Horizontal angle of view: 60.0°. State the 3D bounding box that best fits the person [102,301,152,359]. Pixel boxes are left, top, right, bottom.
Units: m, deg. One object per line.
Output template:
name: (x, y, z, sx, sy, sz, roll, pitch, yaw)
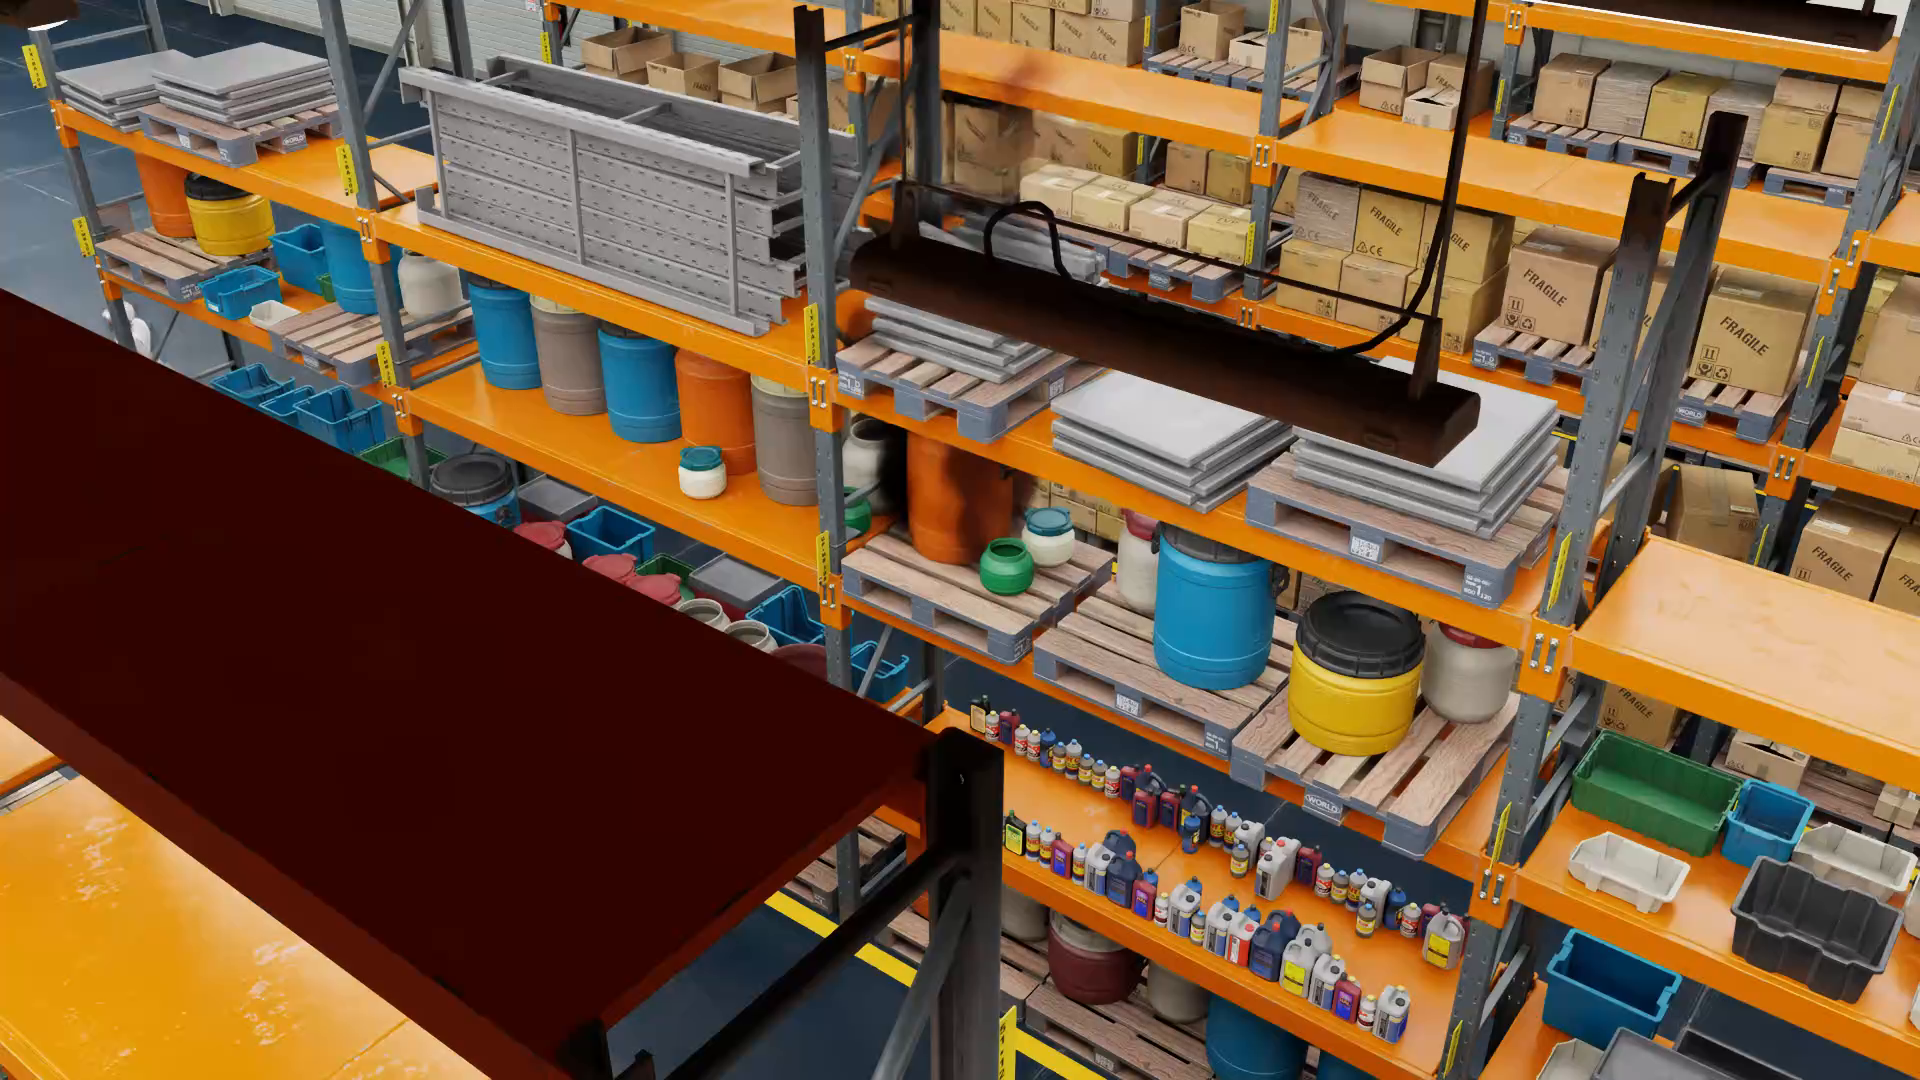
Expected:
person: (-7.893, -1.481, 15.967, 0.858, 1.783, 0.748, -5, 32, -9)
